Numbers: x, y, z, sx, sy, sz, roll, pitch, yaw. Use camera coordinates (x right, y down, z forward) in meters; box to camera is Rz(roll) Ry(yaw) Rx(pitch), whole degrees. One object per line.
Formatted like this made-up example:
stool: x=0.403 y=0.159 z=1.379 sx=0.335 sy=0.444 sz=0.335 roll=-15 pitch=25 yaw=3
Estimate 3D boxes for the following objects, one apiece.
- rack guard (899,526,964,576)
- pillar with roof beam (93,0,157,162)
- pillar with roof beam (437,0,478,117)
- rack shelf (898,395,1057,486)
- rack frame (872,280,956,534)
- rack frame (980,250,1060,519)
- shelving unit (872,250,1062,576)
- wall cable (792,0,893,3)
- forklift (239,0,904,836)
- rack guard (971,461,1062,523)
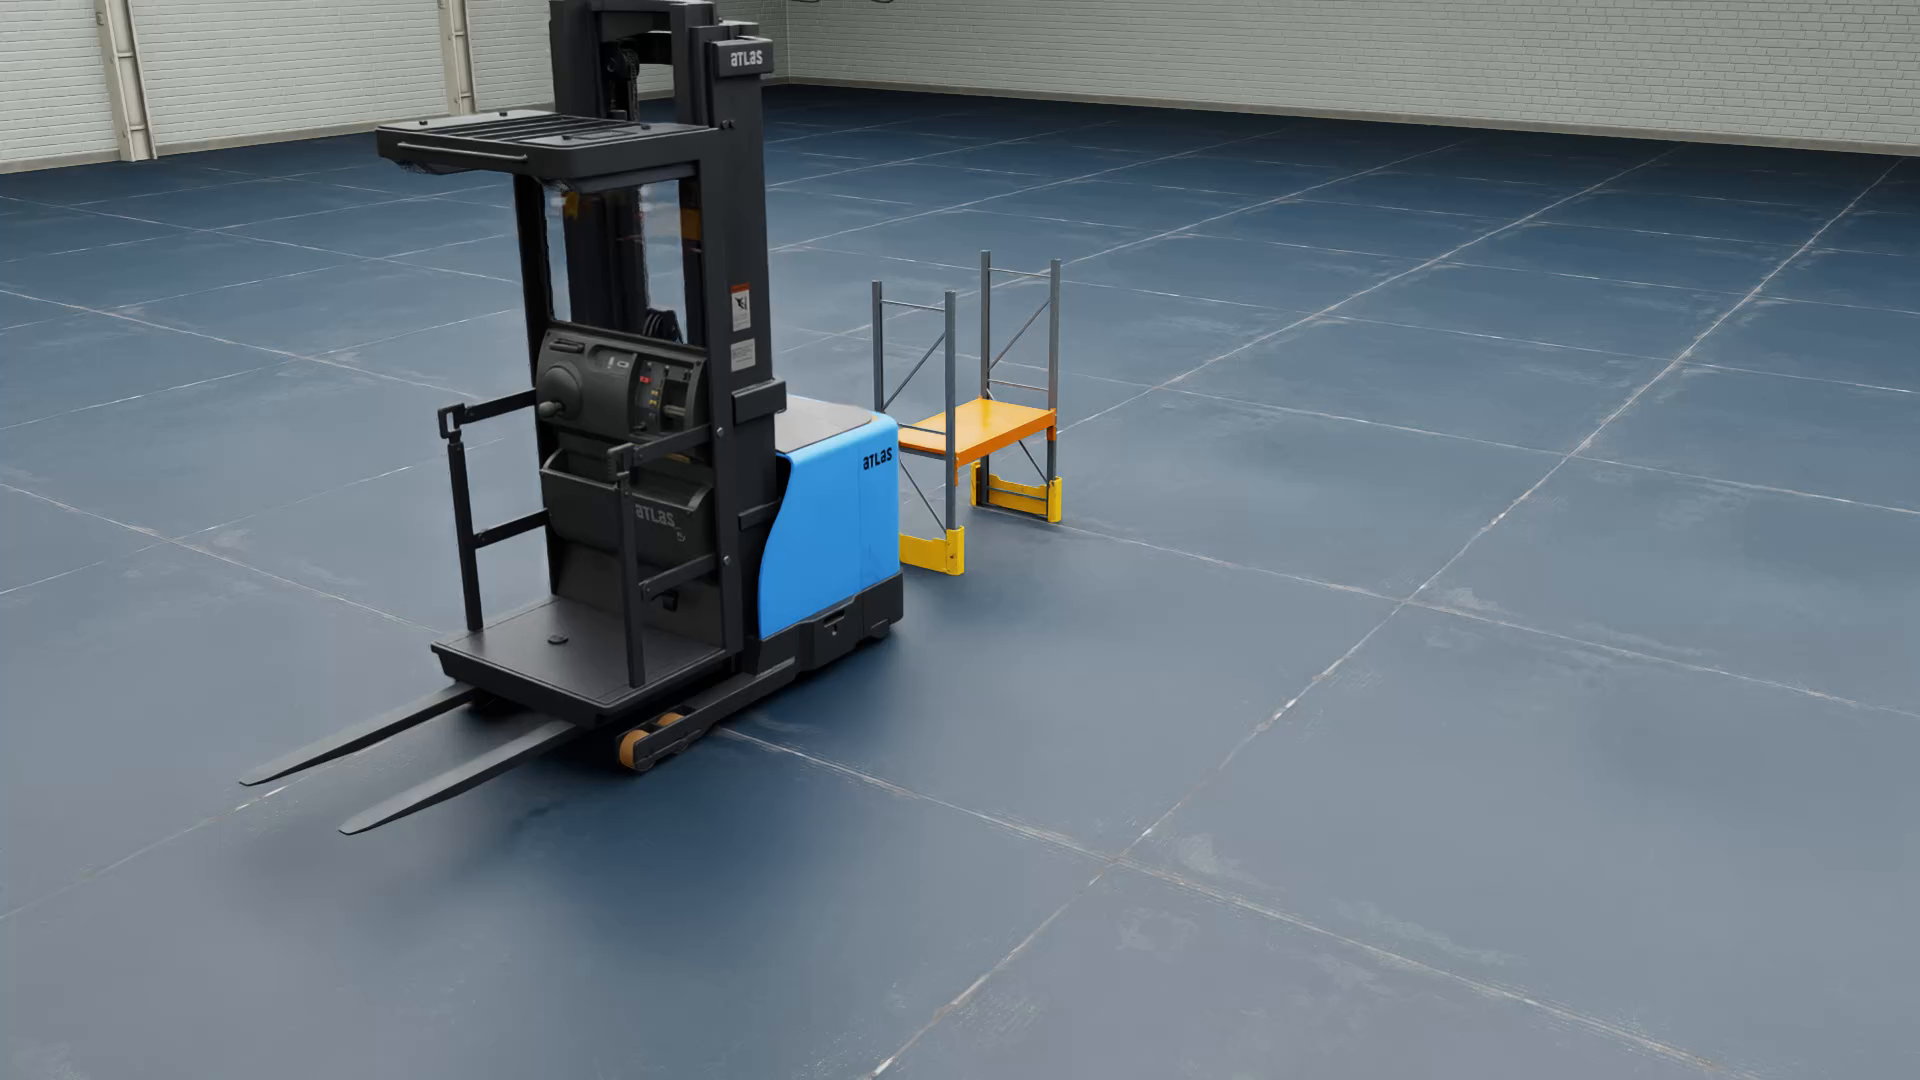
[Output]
rack guard: x=-0.237 y=0.004 z=8.894 sx=0.587 sy=0.250 sz=0.087 roll=13 pitch=24 yaw=32
pillar with roof beam: x=-8.442 y=-8.945 z=20.476 sx=9.100 sy=9.000 sz=0.400 roll=13 pitch=24 yaw=32
pillar with roof beam: x=-5.070 y=-10.666 z=25.130 sx=9.100 sy=9.000 sz=0.400 roll=13 pitch=24 yaw=32
rack shelf: x=0.048 y=-0.559 z=9.133 sx=0.538 sy=0.185 sz=1.000 roll=13 pitch=24 yaw=32
rack frame: x=-0.238 y=-0.582 z=8.677 sx=0.500 sy=1.500 sz=0.032 roll=13 pitch=24 yaw=32
rack frame: x=0.334 y=-0.874 z=9.465 sx=0.500 sy=1.500 sz=0.032 roll=13 pitch=24 yaw=32
shelving unit: x=0.043 y=-0.725 z=9.064 sx=0.587 sy=1.500 sz=1.083 roll=13 pitch=24 yaw=32
wall cable: x=-2.507 y=-12.358 z=34.180 sx=3.097 sy=2.526 sz=0.112 roll=13 pitch=24 yaw=32
forklift: x=-1.538 y=-0.627 z=6.736 sx=1.130 sy=2.935 sz=3.031 roll=14 pitch=24 yaw=33
rack guard: x=0.323 y=-0.282 z=9.667 sx=0.587 sy=0.250 sz=0.087 roll=13 pitch=24 yaw=32
